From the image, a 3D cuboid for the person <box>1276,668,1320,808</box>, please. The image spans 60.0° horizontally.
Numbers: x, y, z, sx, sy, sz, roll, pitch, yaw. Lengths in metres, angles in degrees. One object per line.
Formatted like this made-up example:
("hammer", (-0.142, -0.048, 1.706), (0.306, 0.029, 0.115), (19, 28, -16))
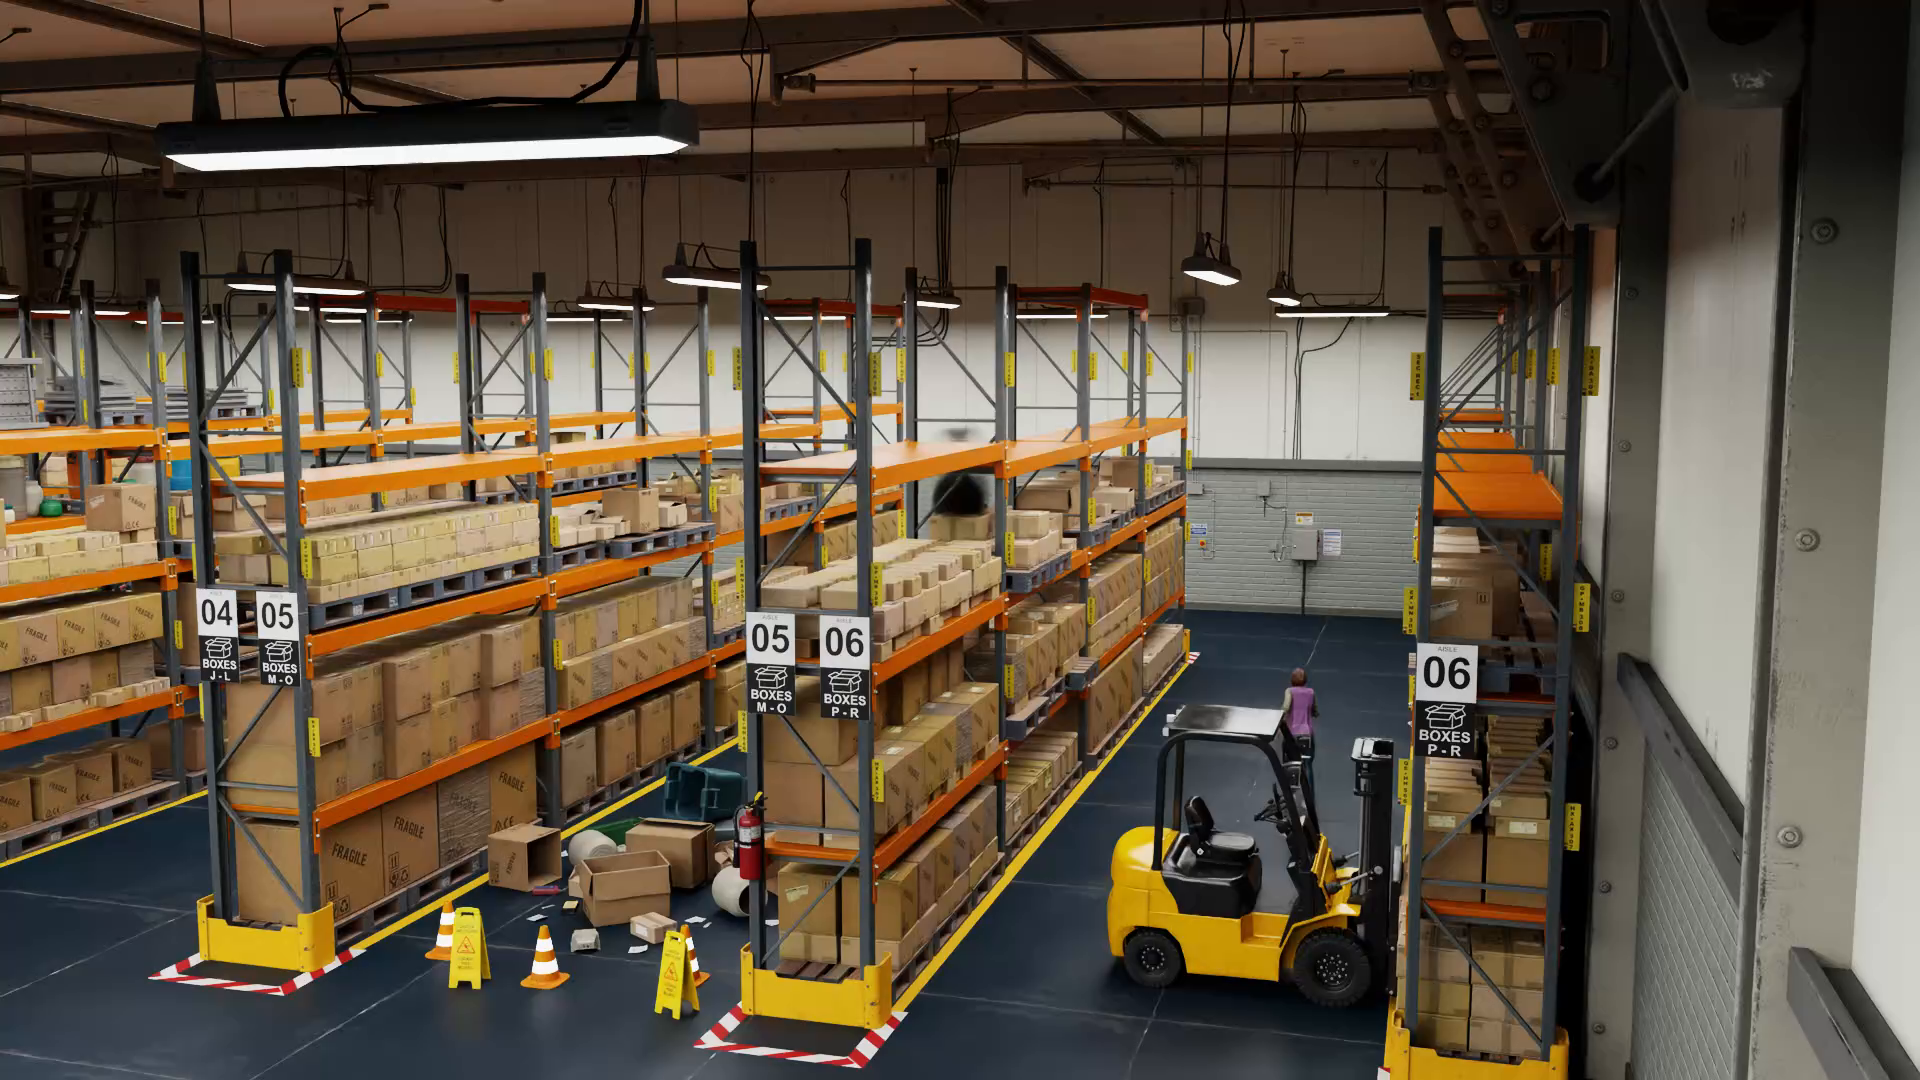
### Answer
("person", (3.873, 2.266, 18.981), (0.534, 1.568, 0.904), (0, 6, -1))
